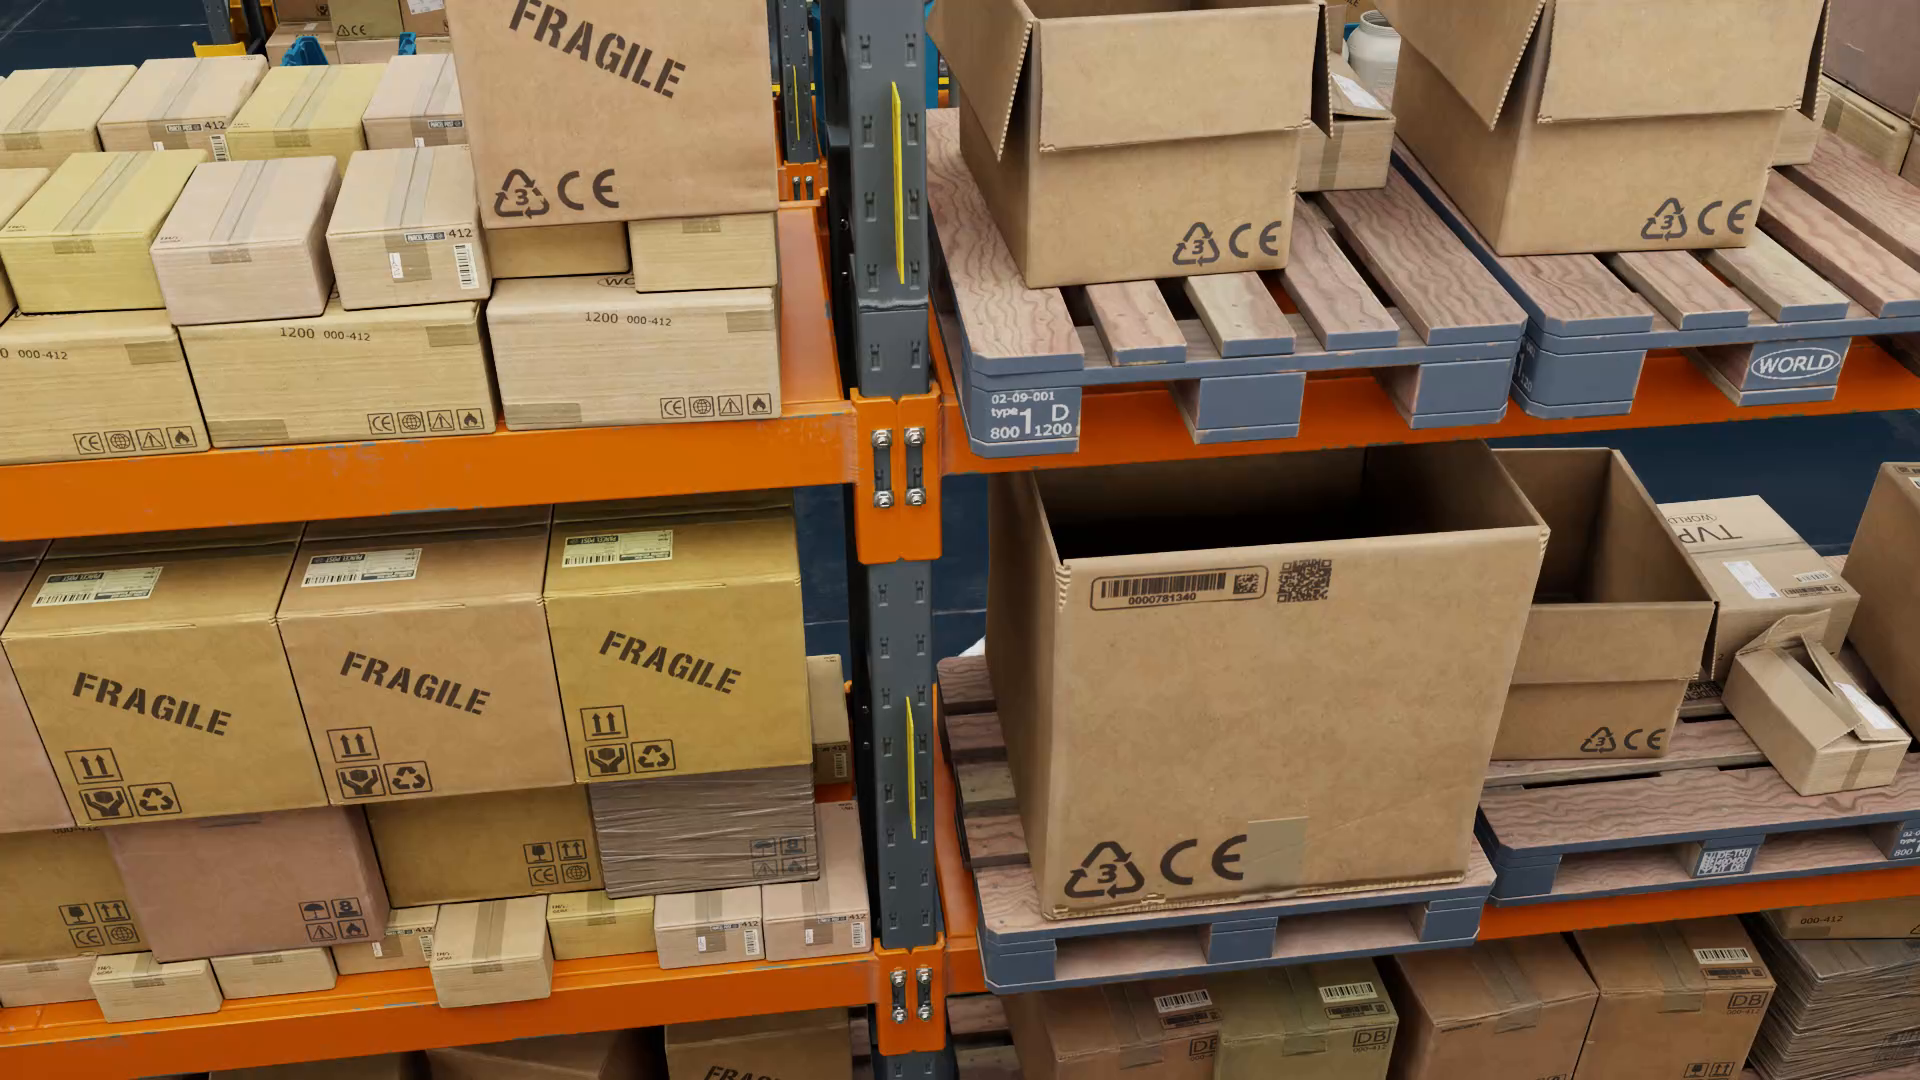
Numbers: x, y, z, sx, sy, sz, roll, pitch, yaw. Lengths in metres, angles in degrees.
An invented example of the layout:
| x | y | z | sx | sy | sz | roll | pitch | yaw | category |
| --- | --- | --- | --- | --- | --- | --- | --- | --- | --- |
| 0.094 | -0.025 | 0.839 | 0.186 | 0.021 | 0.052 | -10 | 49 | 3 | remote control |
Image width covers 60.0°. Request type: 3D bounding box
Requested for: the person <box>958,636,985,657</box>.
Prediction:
| x | y | z | sx | sy | sz | roll | pitch | yaw | category |
| --- | --- | --- | --- | --- | --- | --- | --- | --- | --- |
| 0.384 | 0.546 | 6.028 | 0.923 | 1.004 | 0.559 | -1 | 34 | -1 | person |
